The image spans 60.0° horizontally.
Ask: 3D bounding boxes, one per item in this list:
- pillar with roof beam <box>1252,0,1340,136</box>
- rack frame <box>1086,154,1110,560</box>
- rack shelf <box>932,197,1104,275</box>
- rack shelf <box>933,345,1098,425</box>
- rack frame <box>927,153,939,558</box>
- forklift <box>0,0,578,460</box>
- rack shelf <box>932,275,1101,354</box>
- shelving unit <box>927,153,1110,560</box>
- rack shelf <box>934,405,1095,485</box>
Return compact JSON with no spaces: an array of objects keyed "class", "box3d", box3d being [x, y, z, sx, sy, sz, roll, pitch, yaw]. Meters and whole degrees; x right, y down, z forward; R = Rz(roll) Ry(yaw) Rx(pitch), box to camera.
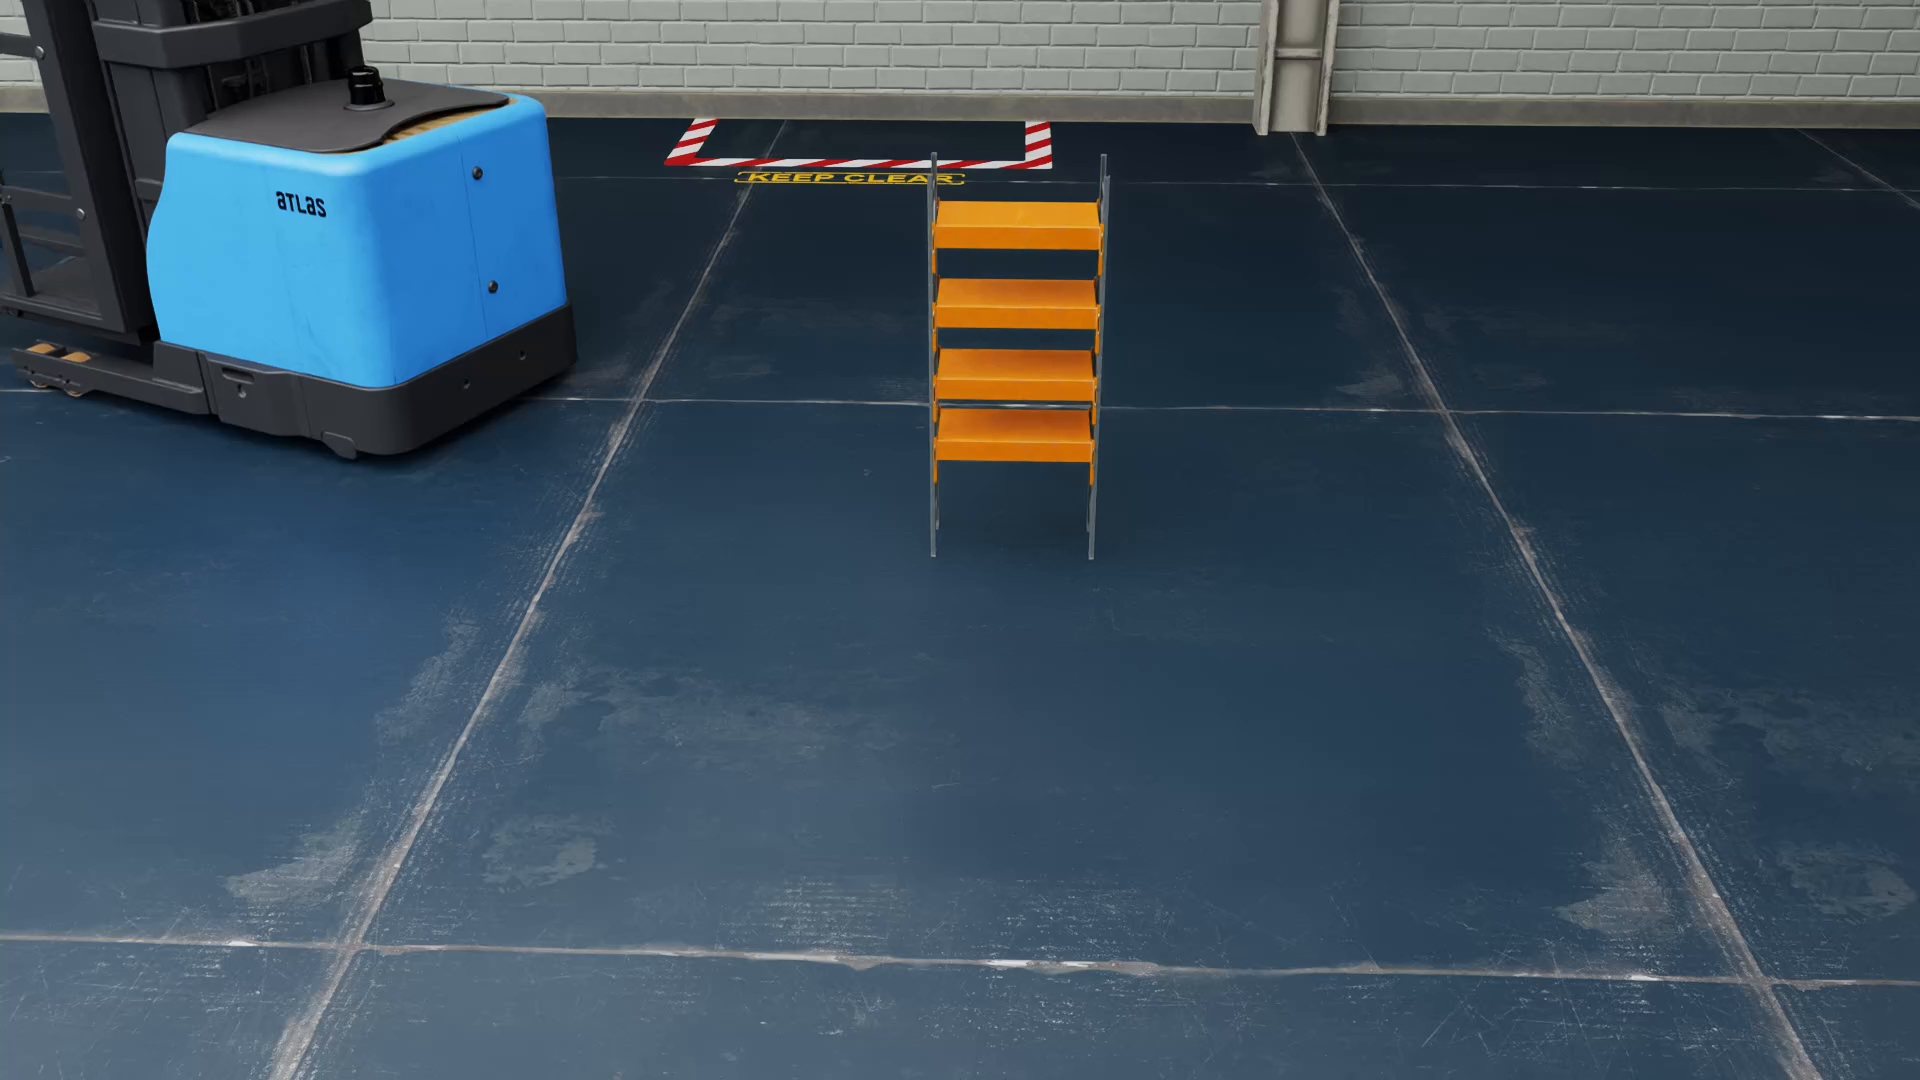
[{"class":"pillar with roof beam","box3d":[1.793,-4.396,3.935,0.400,9.000,9.100,1,28,2]},{"class":"rack frame","box3d":[0.409,-0.523,4.956,0.015,1.200,0.240,1,28,2]},{"class":"rack shelf","box3d":[0.165,-0.875,4.780,0.480,0.148,0.258,1,28,2]},{"class":"rack shelf","box3d":[0.165,-0.468,4.995,0.480,0.148,0.258,1,28,2]},{"class":"rack frame","box3d":[-0.078,-0.531,4.971,0.015,1.200,0.240,1,28,2]},{"class":"forklift","box3d":[-3.022,-2.039,5.967,3.031,2.935,1.130,13,31,23]},{"class":"rack shelf","box3d":[0.165,-0.666,4.891,0.480,0.148,0.258,1,28,2]},{"class":"shelving unit","box3d":[0.165,-0.527,4.964,0.503,1.200,0.258,1,28,2]},{"class":"rack shelf","box3d":[0.165,-0.293,5.088,0.480,0.148,0.258,1,28,2]}]
